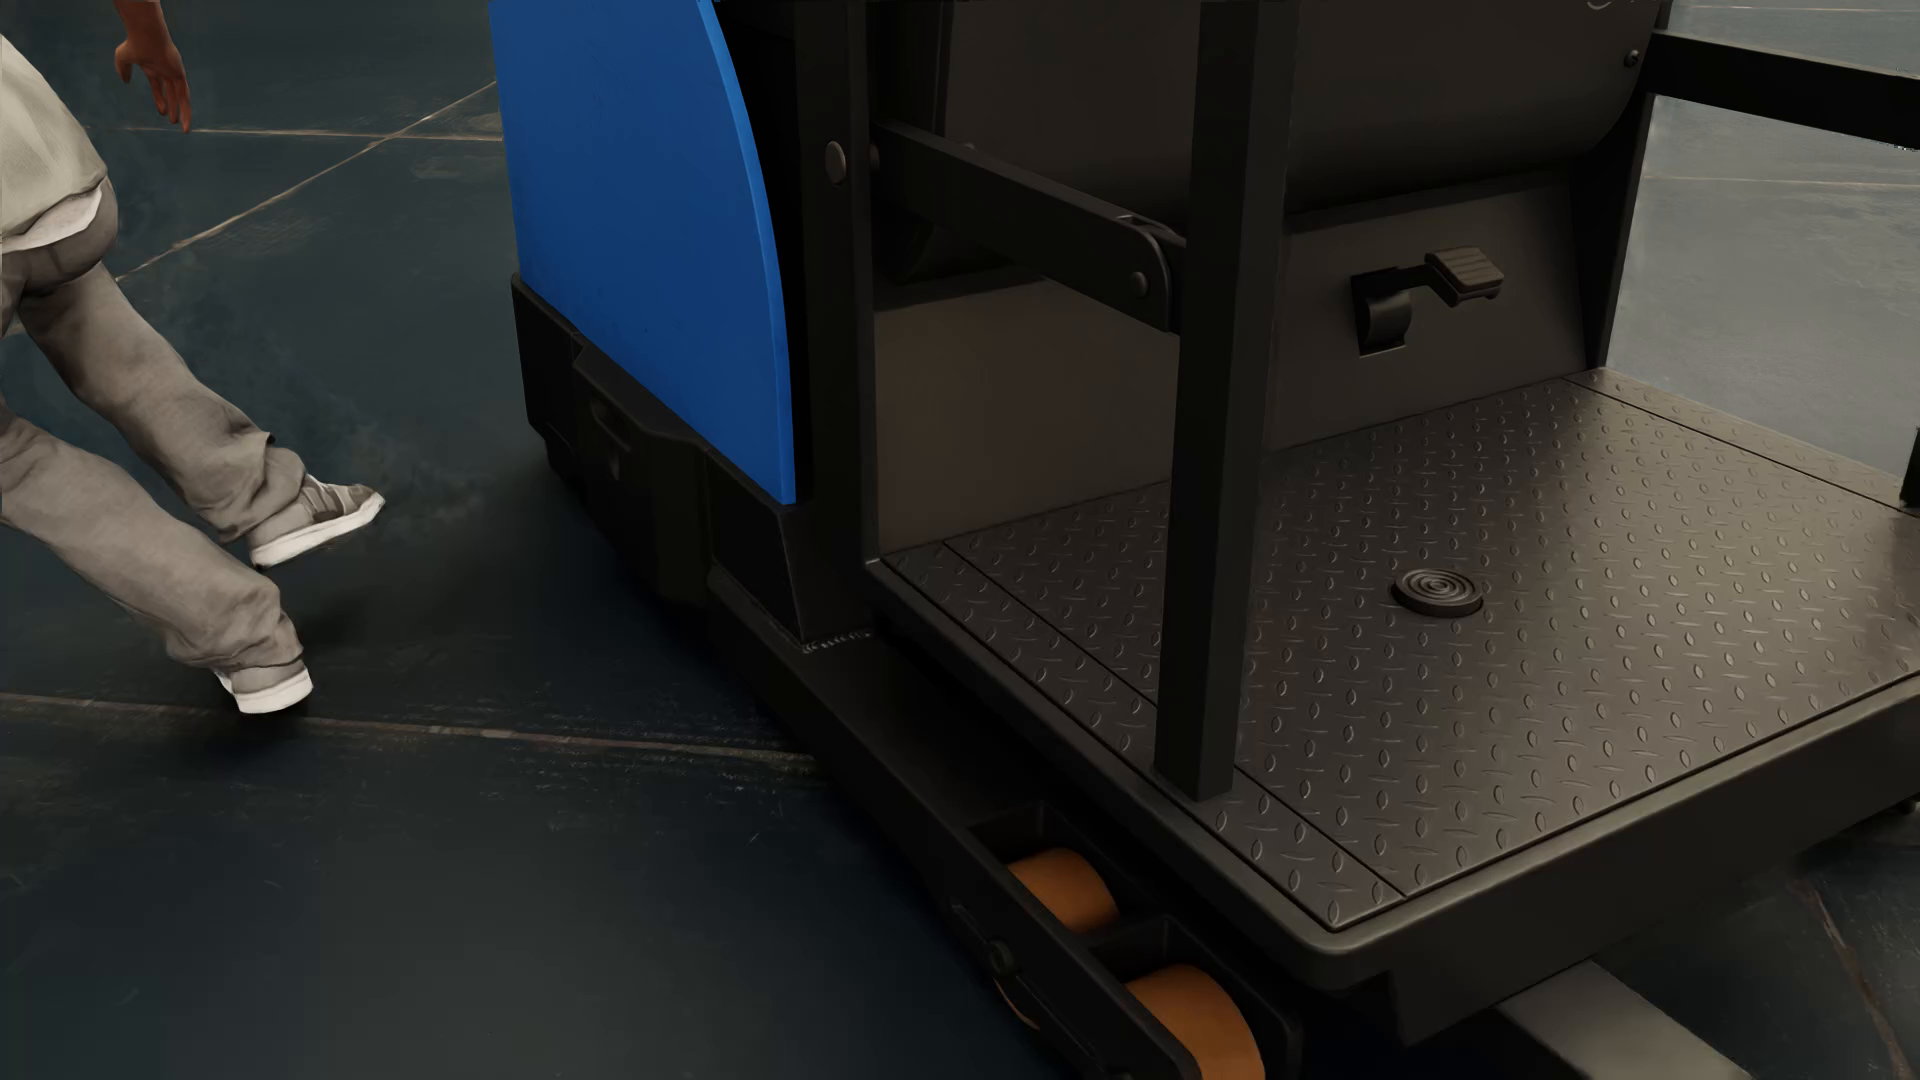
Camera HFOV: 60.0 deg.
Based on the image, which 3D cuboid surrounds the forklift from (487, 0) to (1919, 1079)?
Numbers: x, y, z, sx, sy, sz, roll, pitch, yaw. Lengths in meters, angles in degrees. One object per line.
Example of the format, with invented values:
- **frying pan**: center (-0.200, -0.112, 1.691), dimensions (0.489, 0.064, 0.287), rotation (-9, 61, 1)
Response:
- **forklift**: center (0.471, -1.013, 1.248), dimensions (1.130, 2.935, 3.031), rotation (-15, 30, -27)

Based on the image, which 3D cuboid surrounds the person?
- **person**: center (-1.155, -0.404, 1.806), dimensions (0.839, 1.364, 0.915), rotation (17, 31, 30)
